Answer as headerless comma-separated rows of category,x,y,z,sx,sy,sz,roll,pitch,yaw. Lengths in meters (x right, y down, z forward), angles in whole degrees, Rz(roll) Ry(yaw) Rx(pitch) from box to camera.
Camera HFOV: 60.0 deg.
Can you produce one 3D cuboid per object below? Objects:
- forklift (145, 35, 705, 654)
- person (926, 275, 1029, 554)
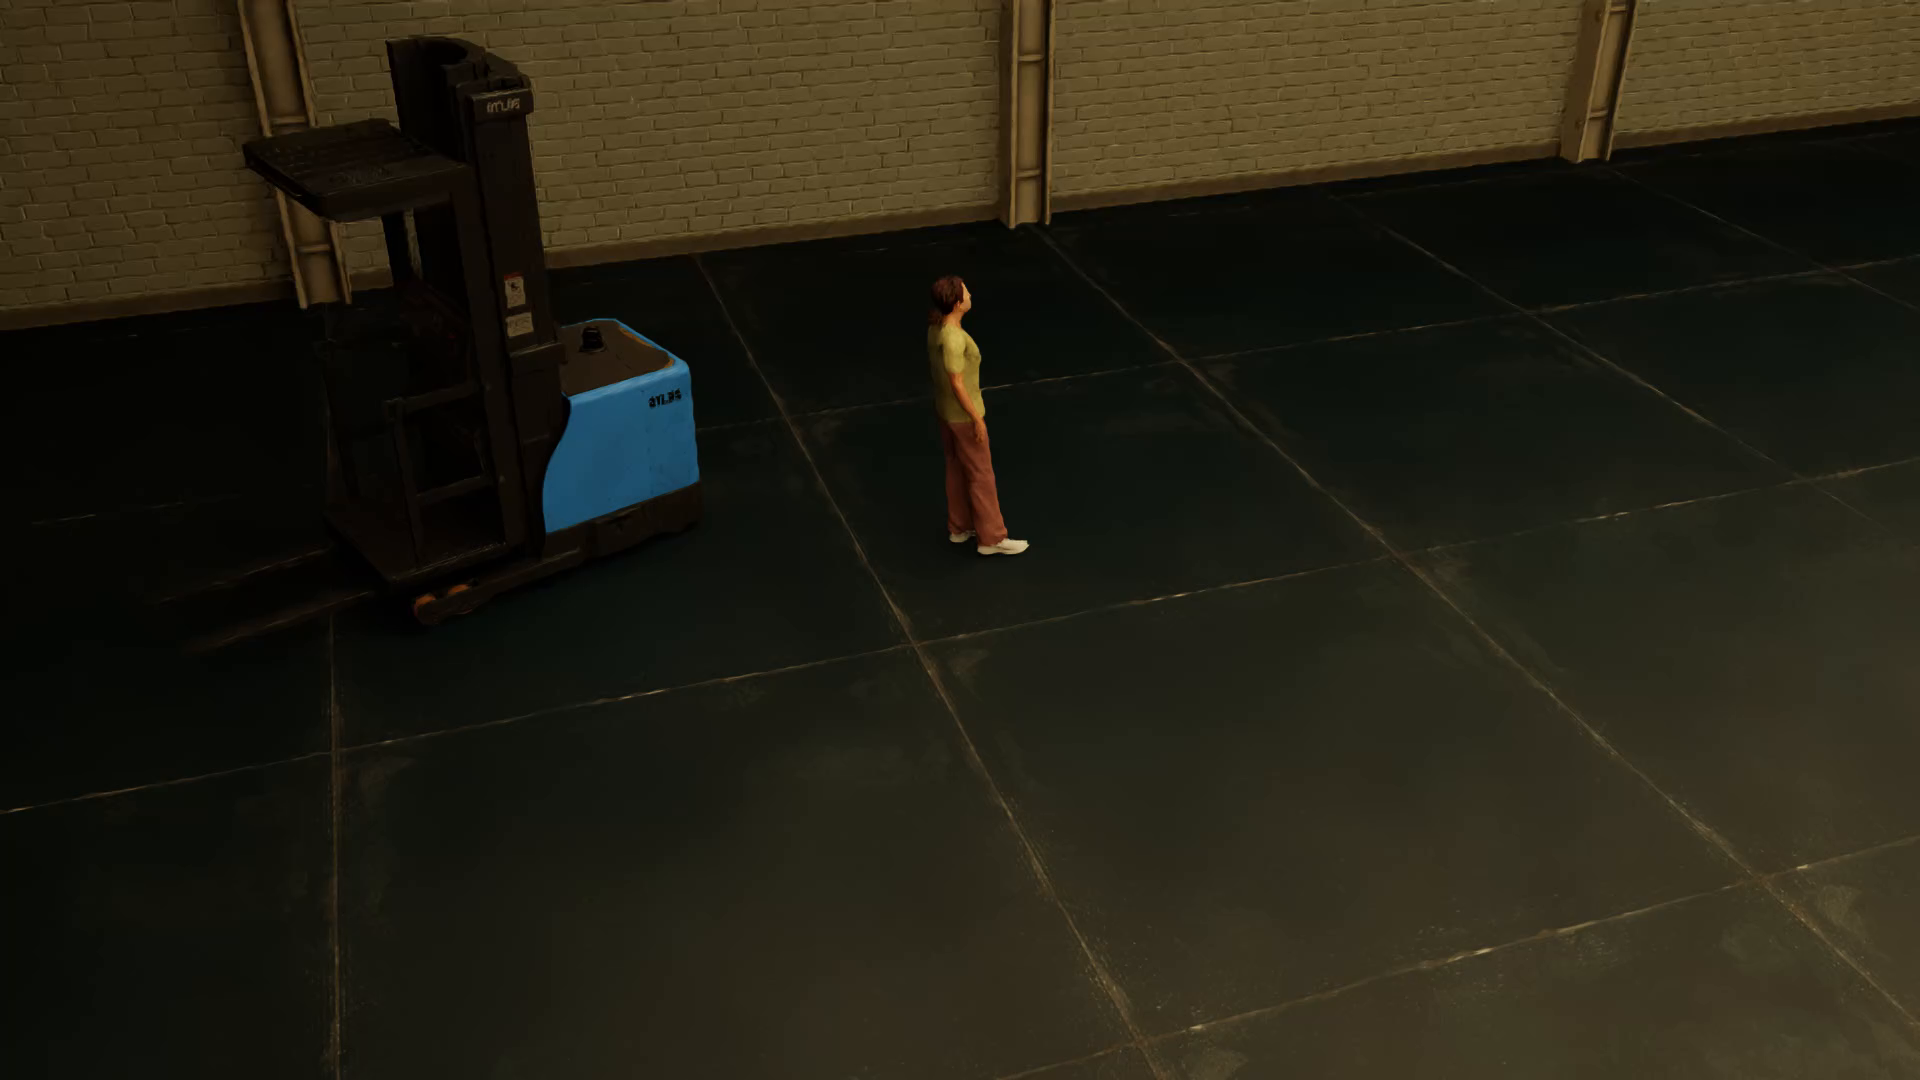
forklift,-3.027,-1.094,8.988,3.031,2.935,1.130,-22,36,-33
person,0.074,-0.739,9.616,0.548,1.674,0.554,-10,31,-16
